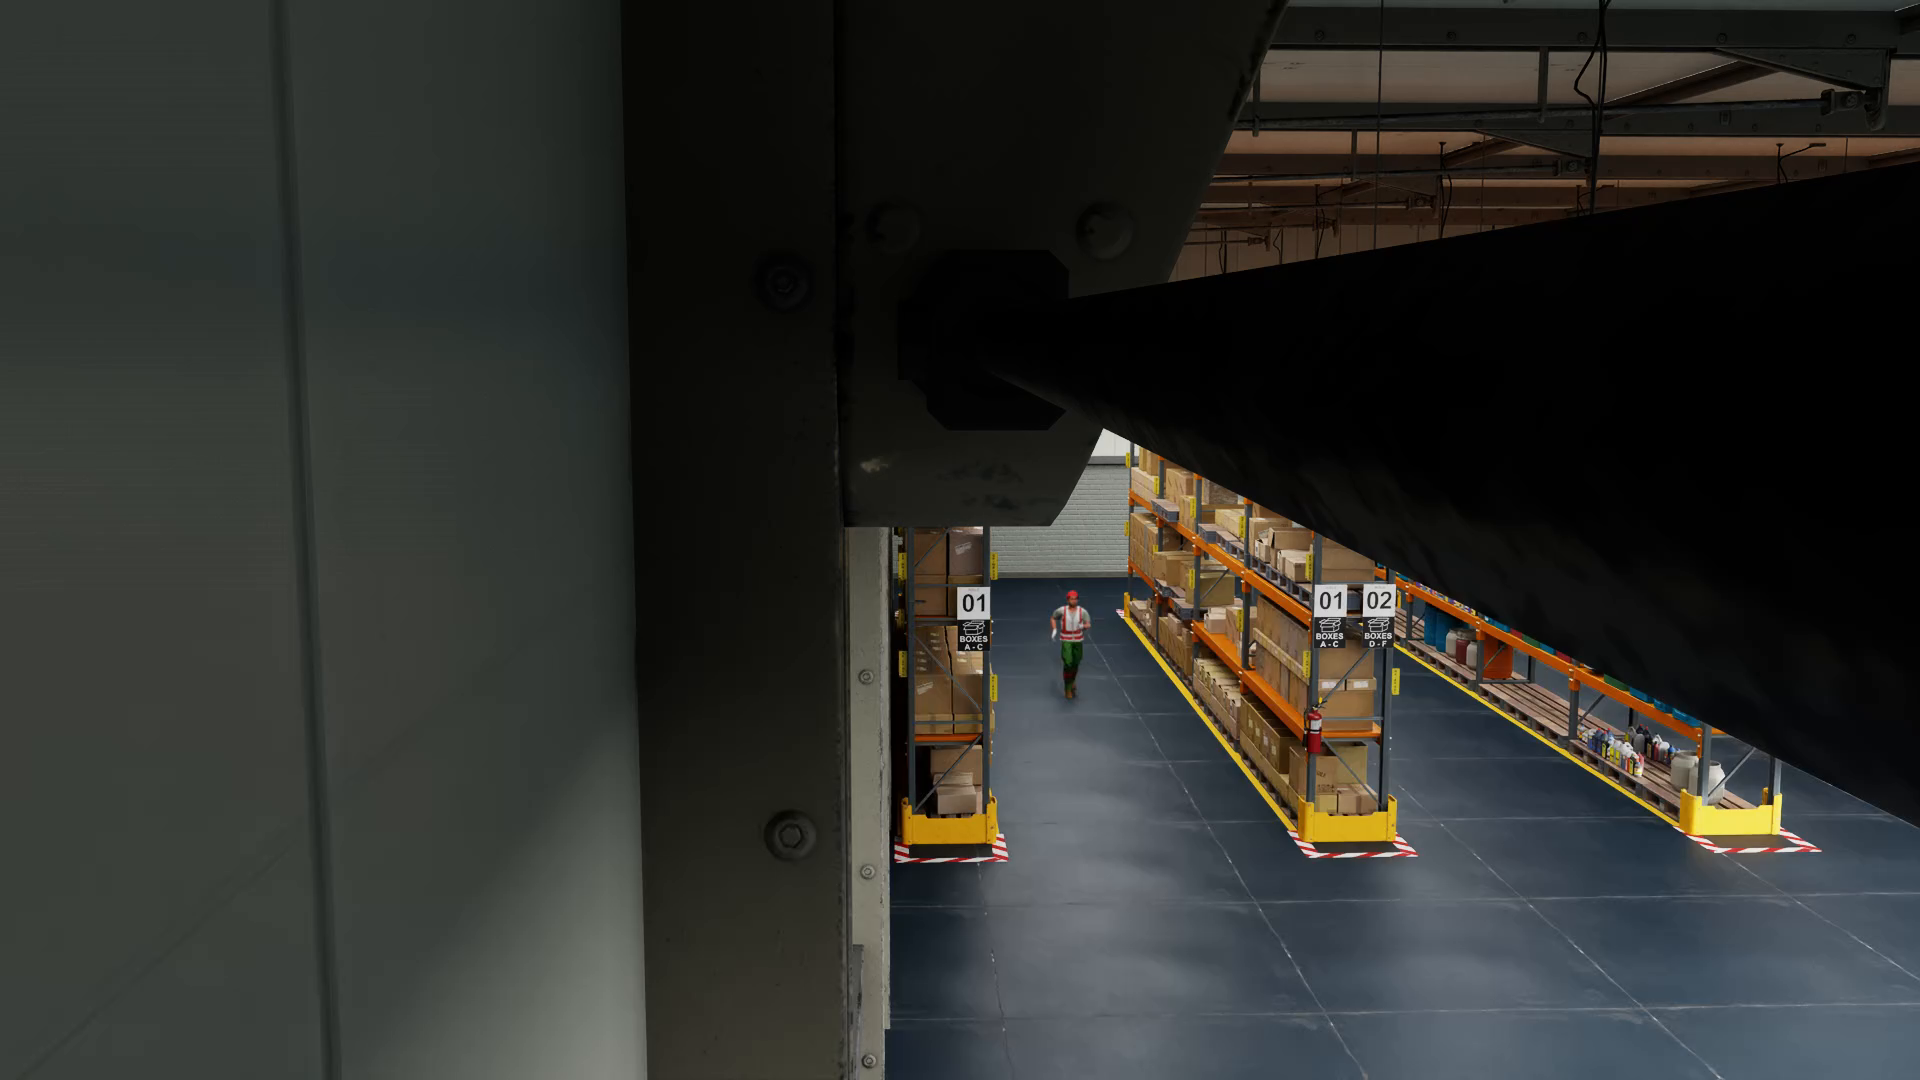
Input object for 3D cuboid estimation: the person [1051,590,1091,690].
[{"bbox_3d":[8.248,-0.493,29.678,13.584,5.767,3.760,-1,7,-9],"label":"person"}]
